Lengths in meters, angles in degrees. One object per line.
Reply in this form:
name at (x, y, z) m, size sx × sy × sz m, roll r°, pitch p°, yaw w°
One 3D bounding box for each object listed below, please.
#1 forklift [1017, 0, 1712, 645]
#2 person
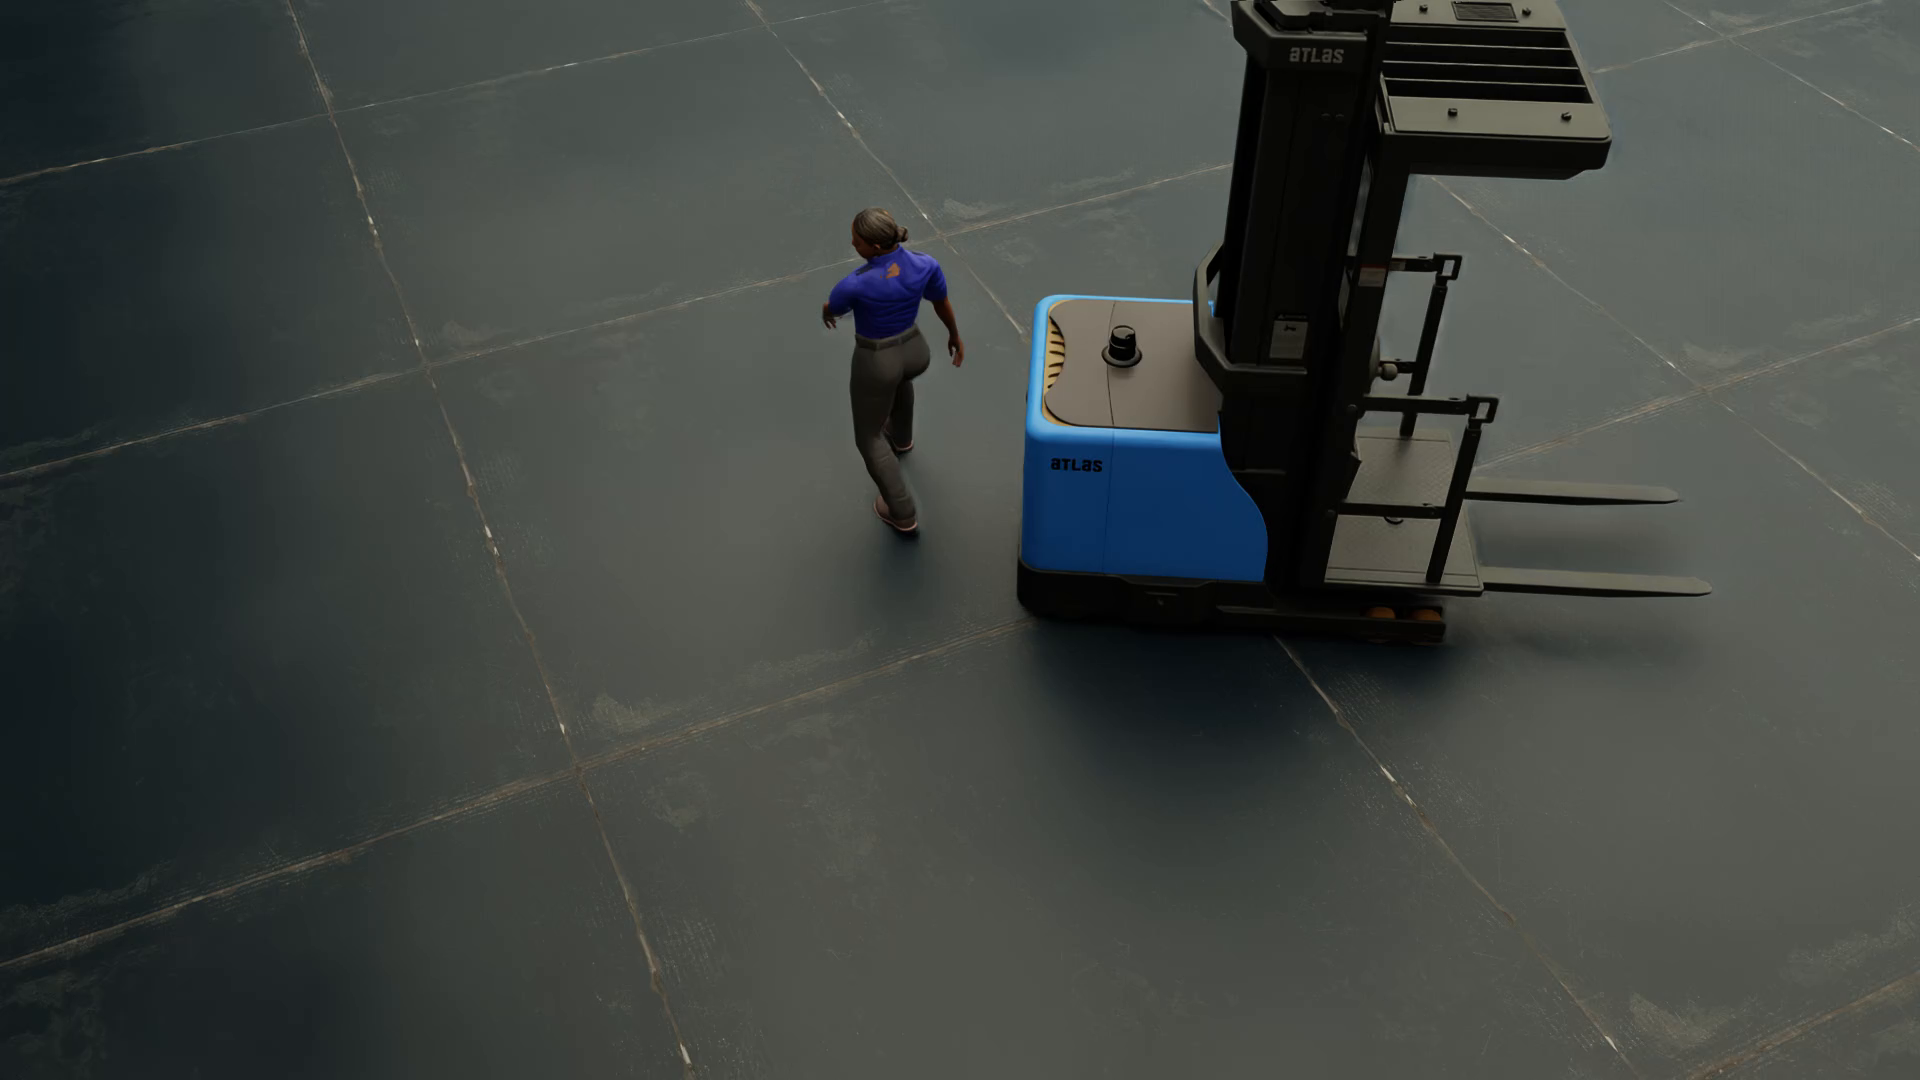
forklift at (1.798, -0.987, 6.737) m, size 3.031 × 2.935 × 1.130 m, roll 3°, pitch 43°, yaw 3°
person at (-0.303, -0.892, 7.633) m, size 0.618 × 1.585 × 0.796 m, roll -27°, pitch 49°, yaw -26°
